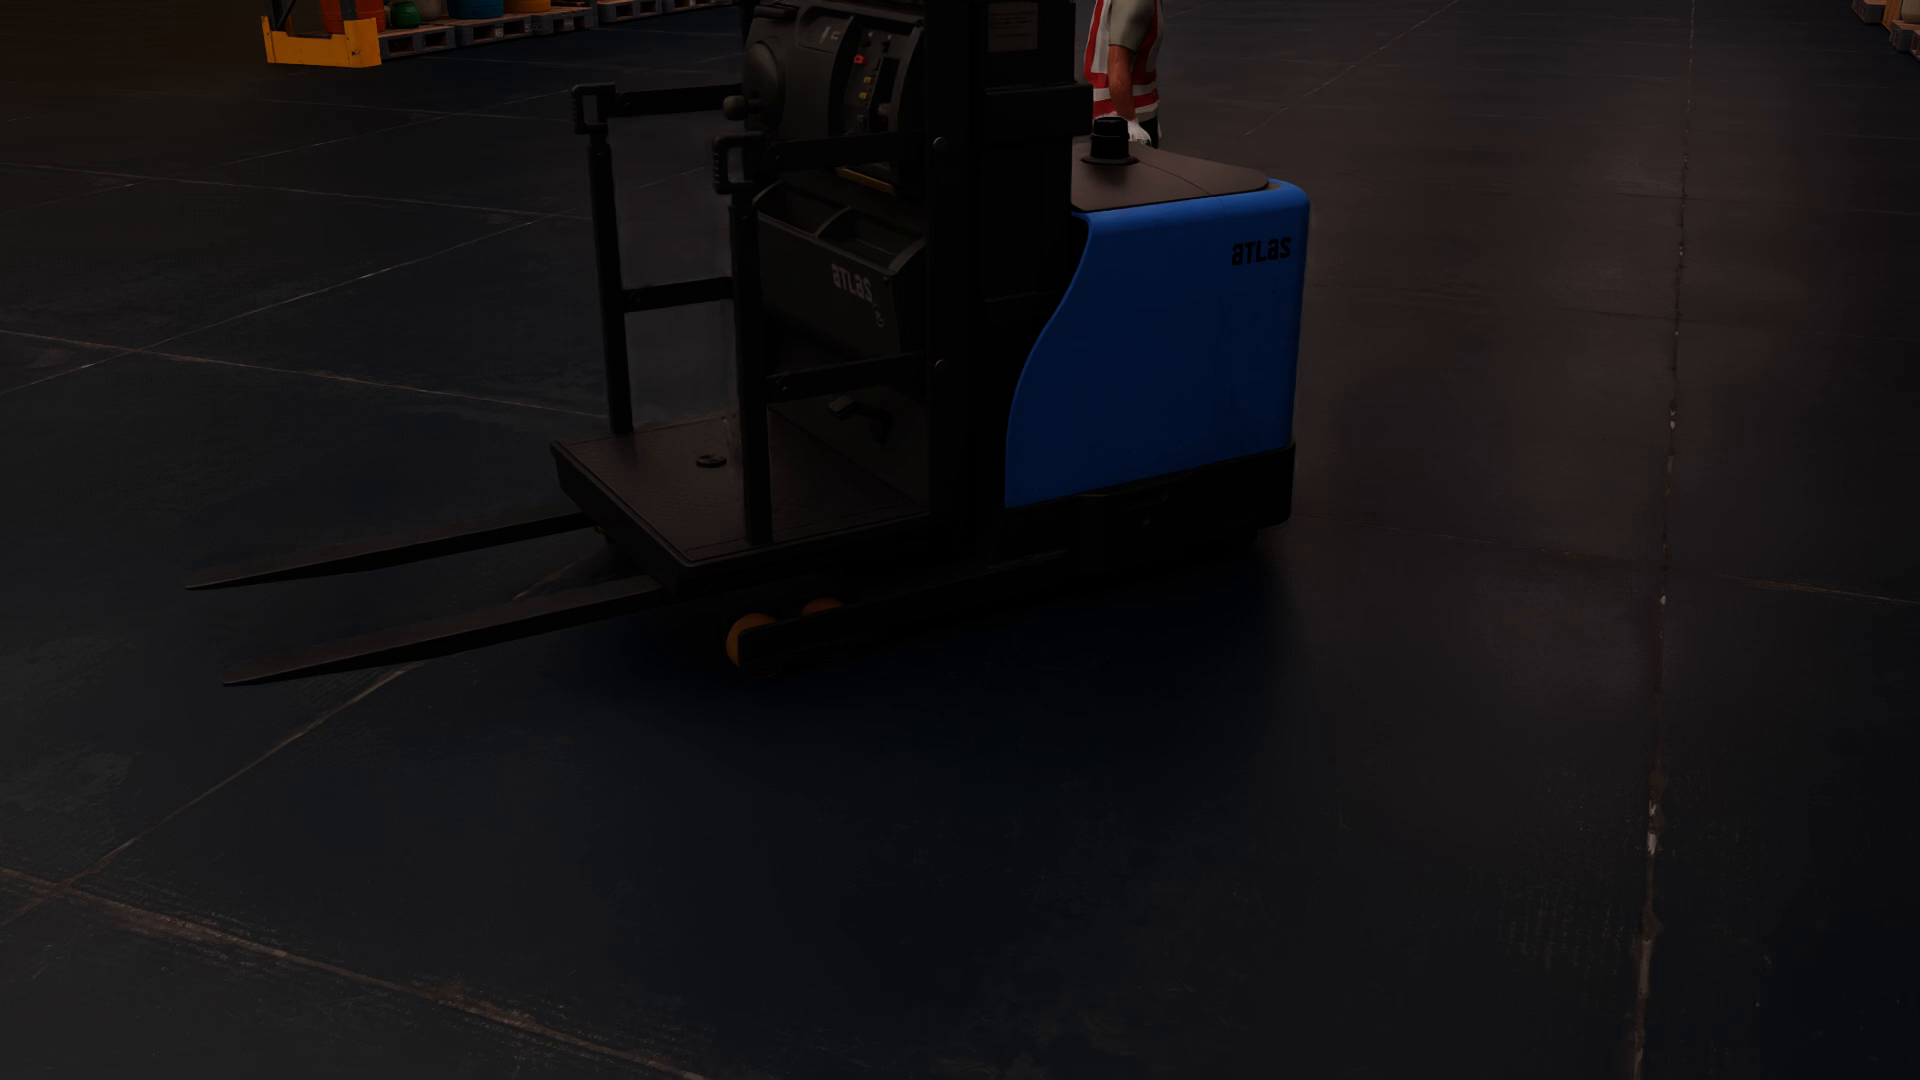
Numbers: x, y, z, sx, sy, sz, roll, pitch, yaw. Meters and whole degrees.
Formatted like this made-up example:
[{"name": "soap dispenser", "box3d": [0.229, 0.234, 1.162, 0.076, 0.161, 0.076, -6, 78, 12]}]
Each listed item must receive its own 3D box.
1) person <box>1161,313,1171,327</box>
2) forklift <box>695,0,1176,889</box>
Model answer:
[{"name": "person", "box3d": [0.734, -1.723, 6.912, 0.447, 1.780, 0.623, 5, 23, 13]}, {"name": "forklift", "box3d": [-0.029, -1.111, 3.950, 1.130, 2.935, 3.031, 2, 23, 4]}]
